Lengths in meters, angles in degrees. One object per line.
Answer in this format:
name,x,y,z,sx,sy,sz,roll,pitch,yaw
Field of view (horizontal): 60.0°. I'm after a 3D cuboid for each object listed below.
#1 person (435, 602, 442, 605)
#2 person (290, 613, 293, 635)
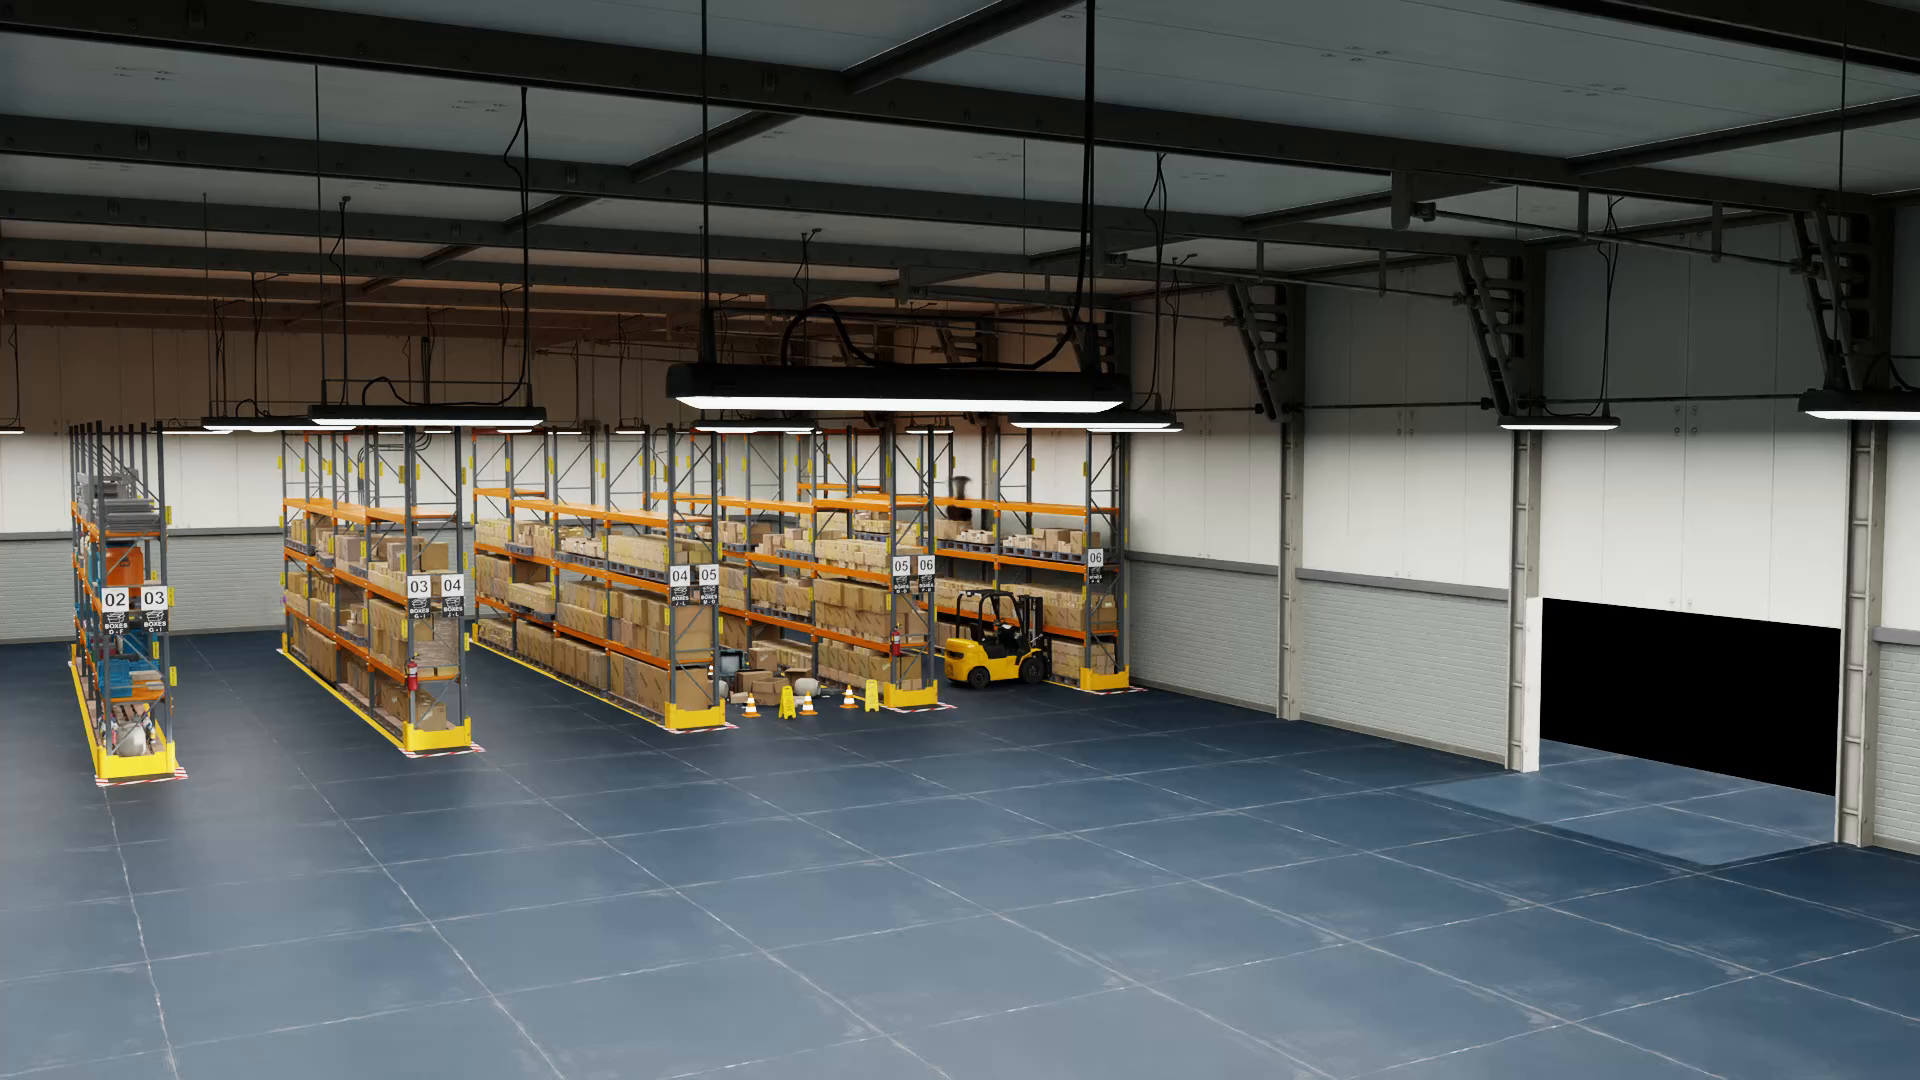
person,-14.484,2.026,46.083,0.655,1.727,0.687,-2,4,-24
person,-18.355,2.019,46.028,0.740,1.811,0.703,0,4,-1
